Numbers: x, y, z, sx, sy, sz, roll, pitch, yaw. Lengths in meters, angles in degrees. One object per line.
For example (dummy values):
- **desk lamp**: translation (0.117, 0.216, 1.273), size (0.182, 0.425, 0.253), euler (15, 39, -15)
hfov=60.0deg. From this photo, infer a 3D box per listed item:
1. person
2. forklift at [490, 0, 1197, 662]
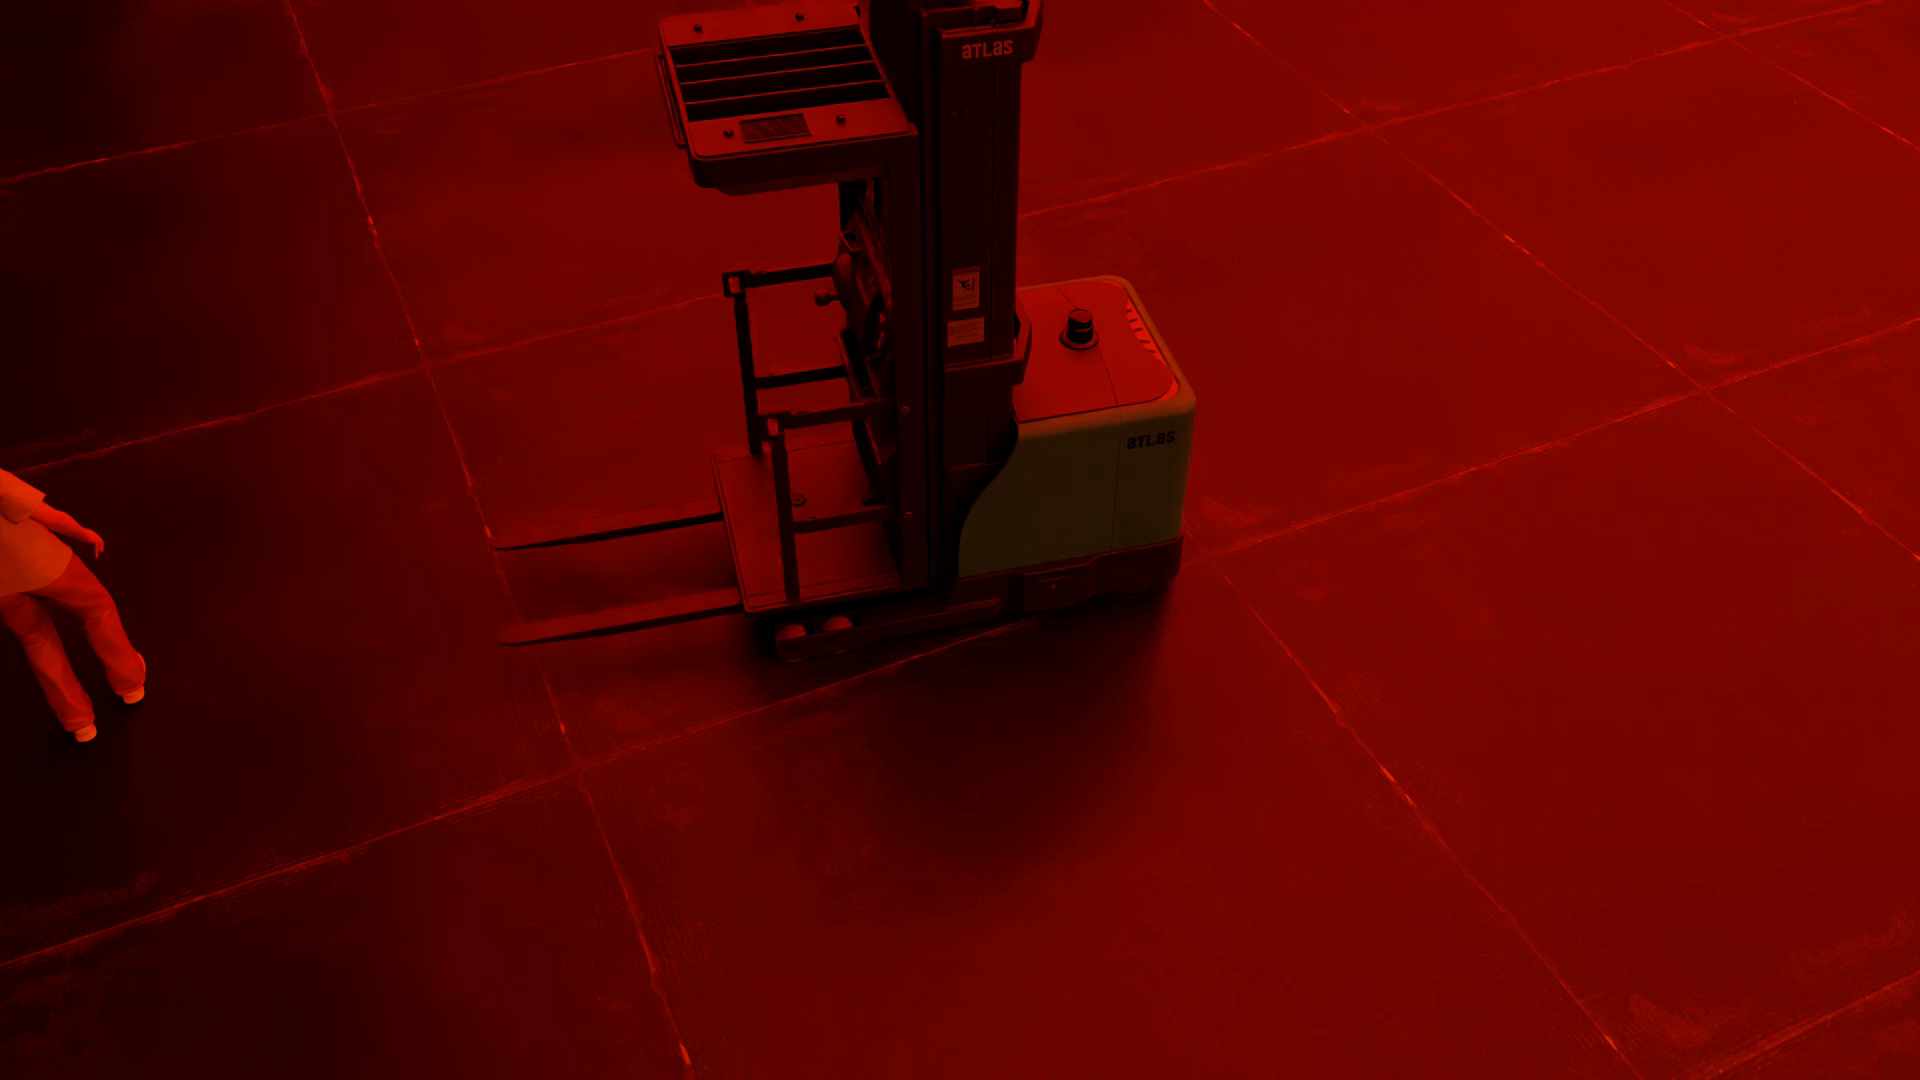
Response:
- **person**: translation (-3.695, 0.093, 6.523), size (0.660, 1.650, 0.481), euler (-11, 44, -11)
- **forklift**: translation (-0.573, -0.942, 6.689), size (3.031, 2.935, 1.130), euler (-10, 44, -10)
